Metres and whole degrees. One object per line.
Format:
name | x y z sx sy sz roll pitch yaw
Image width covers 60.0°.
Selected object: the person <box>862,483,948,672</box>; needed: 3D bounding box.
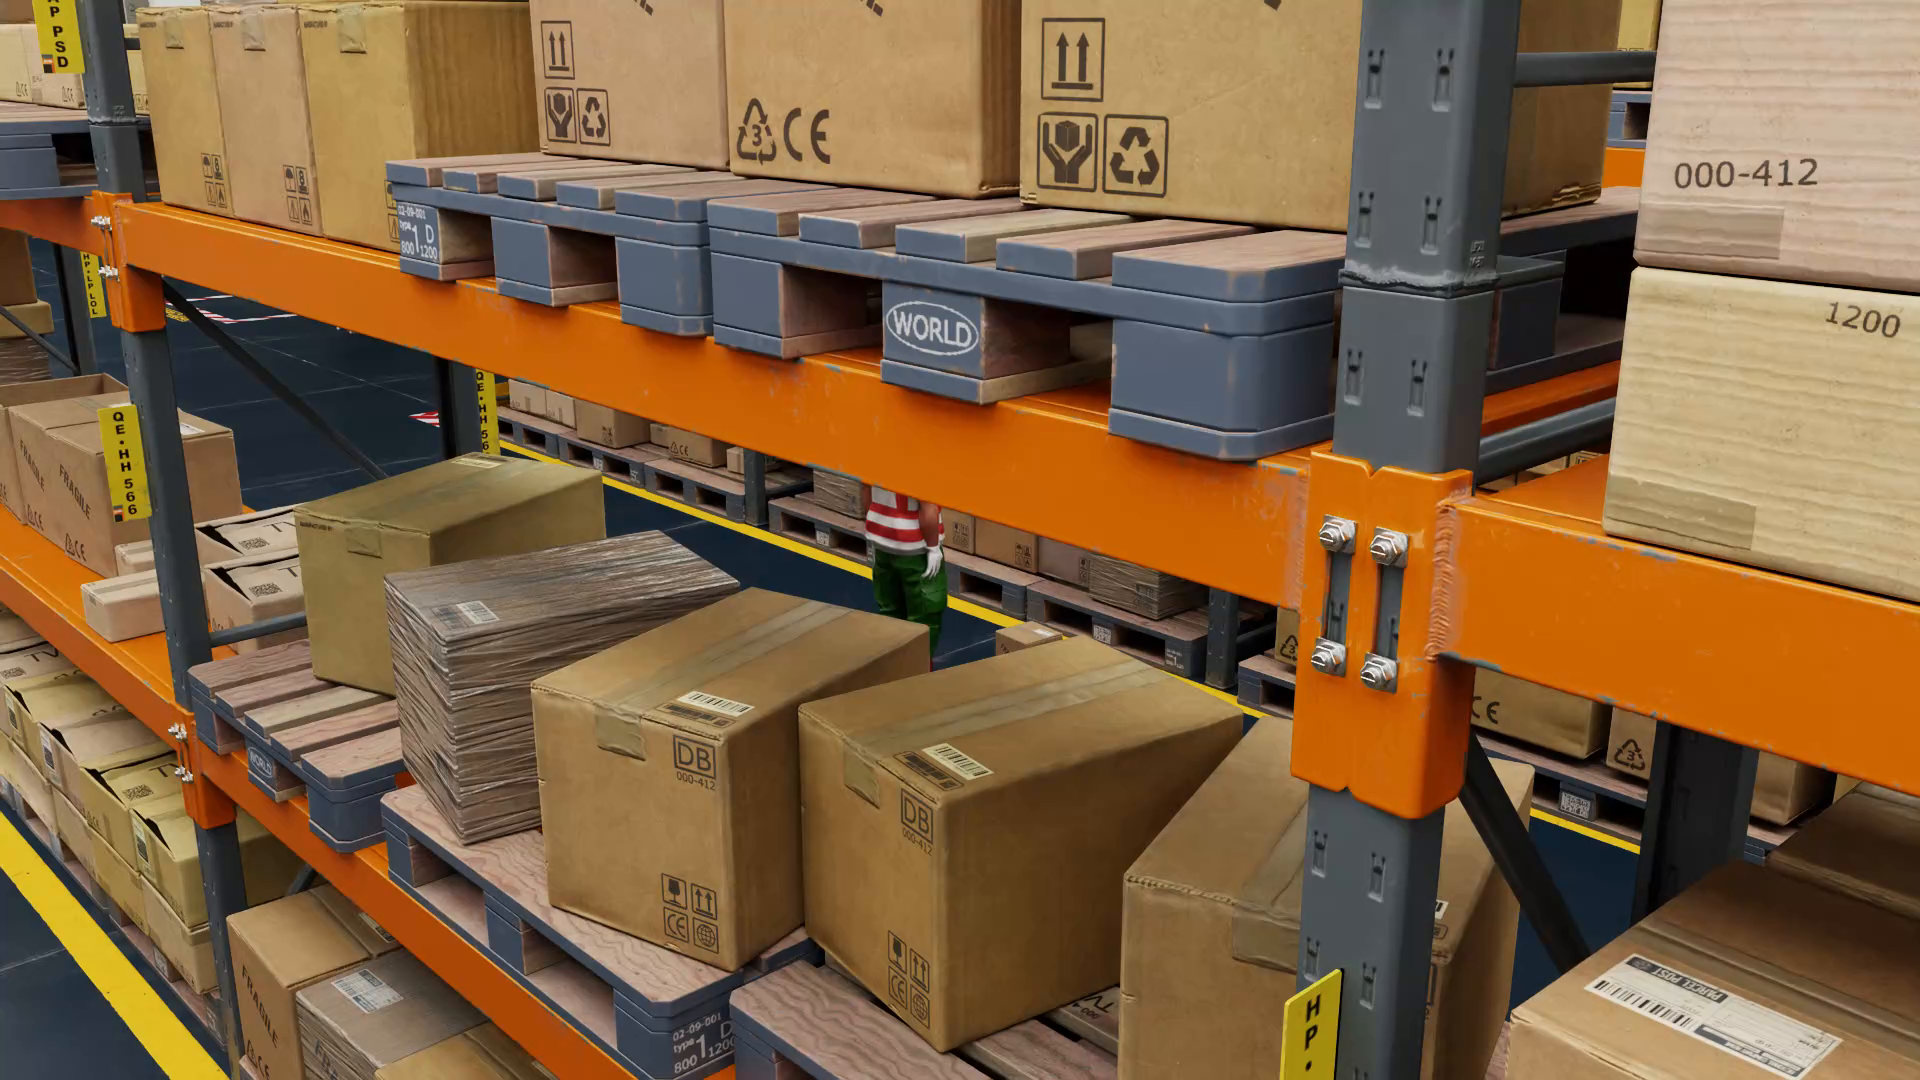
person | -0.267 0.019 7.955 0.344 1.780 0.527 -15 23 -40
